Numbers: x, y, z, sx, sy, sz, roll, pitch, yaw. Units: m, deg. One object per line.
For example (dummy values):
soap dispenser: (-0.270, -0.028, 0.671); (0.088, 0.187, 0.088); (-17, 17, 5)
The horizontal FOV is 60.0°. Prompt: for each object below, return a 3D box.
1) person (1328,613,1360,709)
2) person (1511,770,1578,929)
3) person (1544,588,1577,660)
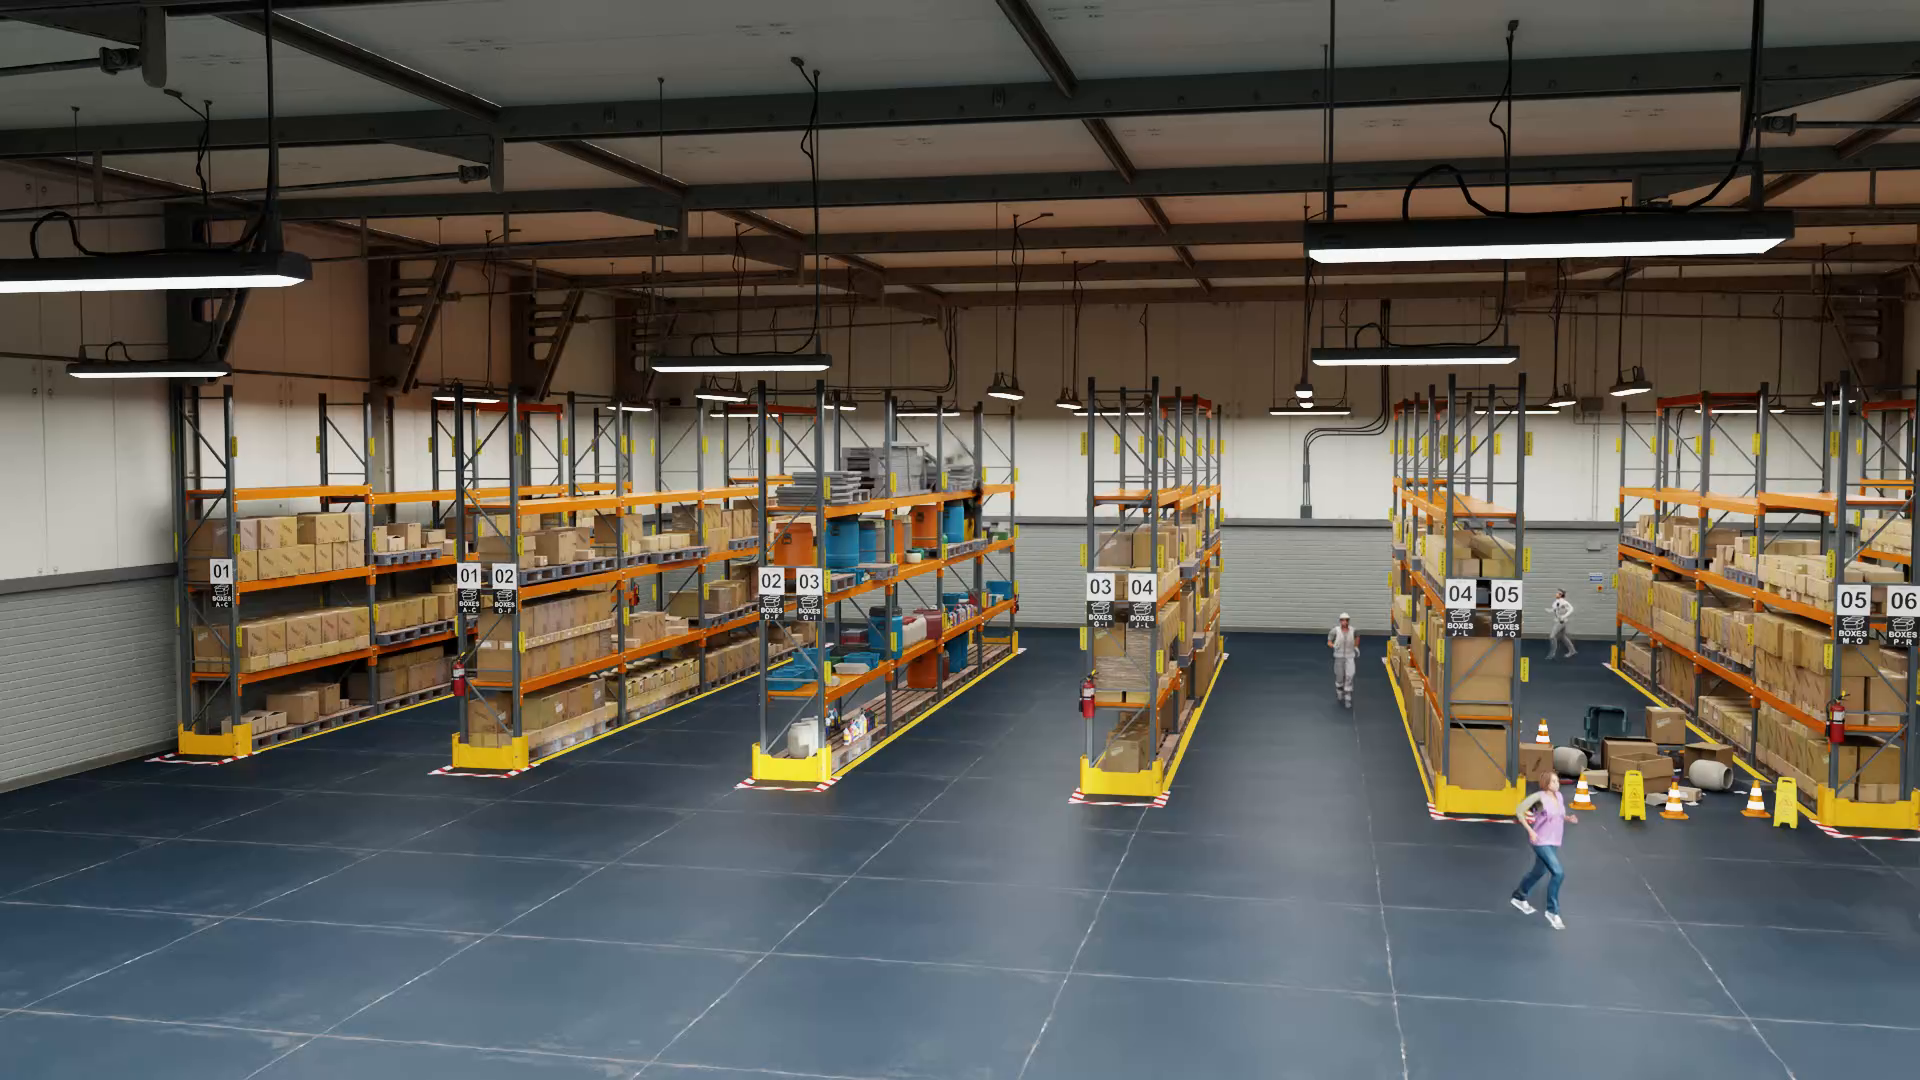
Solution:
person: (7.414, 2.294, 32.132); (0.613, 1.803, 0.952); (1, 3, 13)
person: (6.159, 3.231, 17.519); (0.509, 1.650, 0.721); (-3, 4, -39)
person: (14.136, 1.981, 39.050); (0.752, 1.739, 0.613); (0, 3, 8)
